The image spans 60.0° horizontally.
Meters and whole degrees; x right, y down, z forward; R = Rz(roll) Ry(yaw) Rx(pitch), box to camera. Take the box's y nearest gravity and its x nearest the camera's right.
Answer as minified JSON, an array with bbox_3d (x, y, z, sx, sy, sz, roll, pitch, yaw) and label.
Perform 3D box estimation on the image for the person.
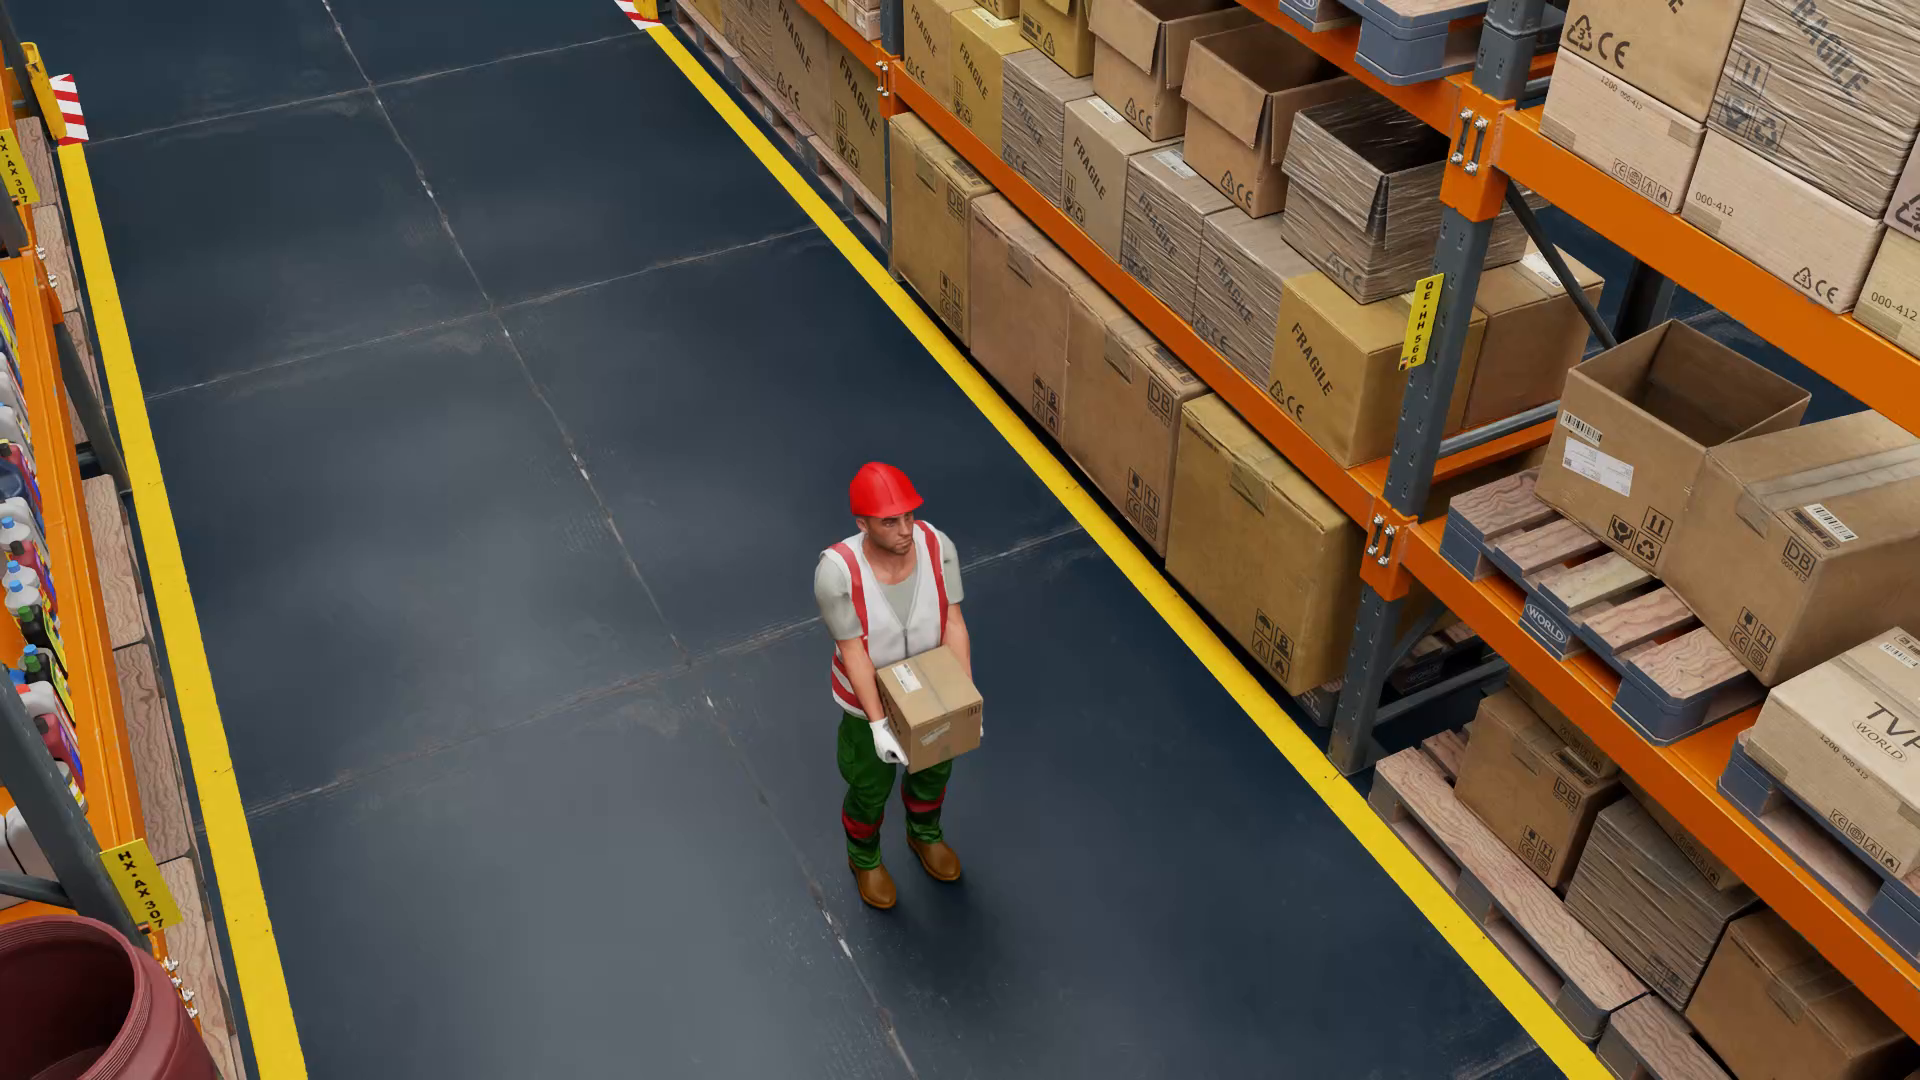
[{"bbox_3d":[-0.167,0.558,5.499,0.494,1.783,0.572,-19,44,-20],"label":"person"}]
